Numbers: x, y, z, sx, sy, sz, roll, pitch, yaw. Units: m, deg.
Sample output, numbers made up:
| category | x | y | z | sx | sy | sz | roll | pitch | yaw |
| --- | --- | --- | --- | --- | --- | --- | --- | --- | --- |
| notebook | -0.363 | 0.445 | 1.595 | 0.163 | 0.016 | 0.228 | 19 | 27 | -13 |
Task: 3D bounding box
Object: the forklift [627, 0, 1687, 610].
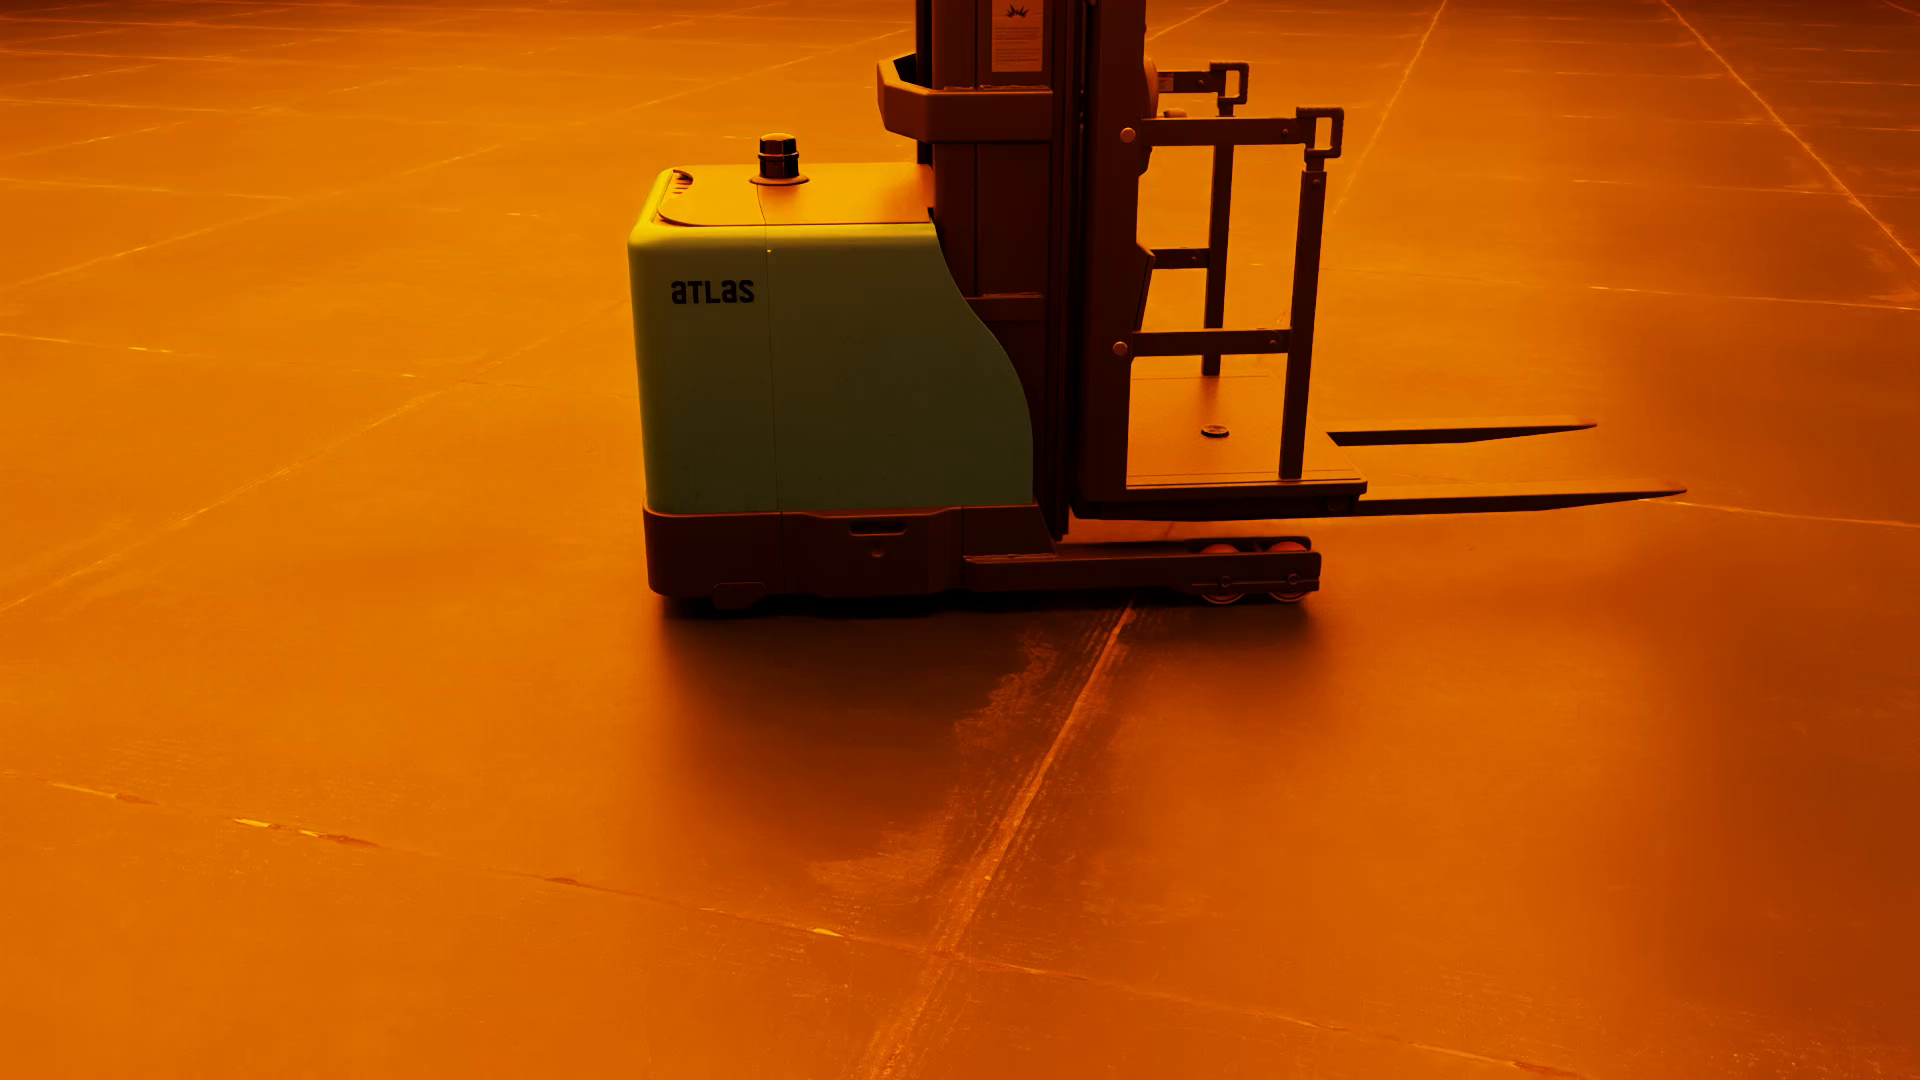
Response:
| category | x | y | z | sx | sy | sz | roll | pitch | yaw |
| --- | --- | --- | --- | --- | --- | --- | --- | --- | --- |
| forklift | 0.606 | -1.374 | 4.608 | 3.031 | 2.935 | 1.130 | -2 | 23 | -4 |
